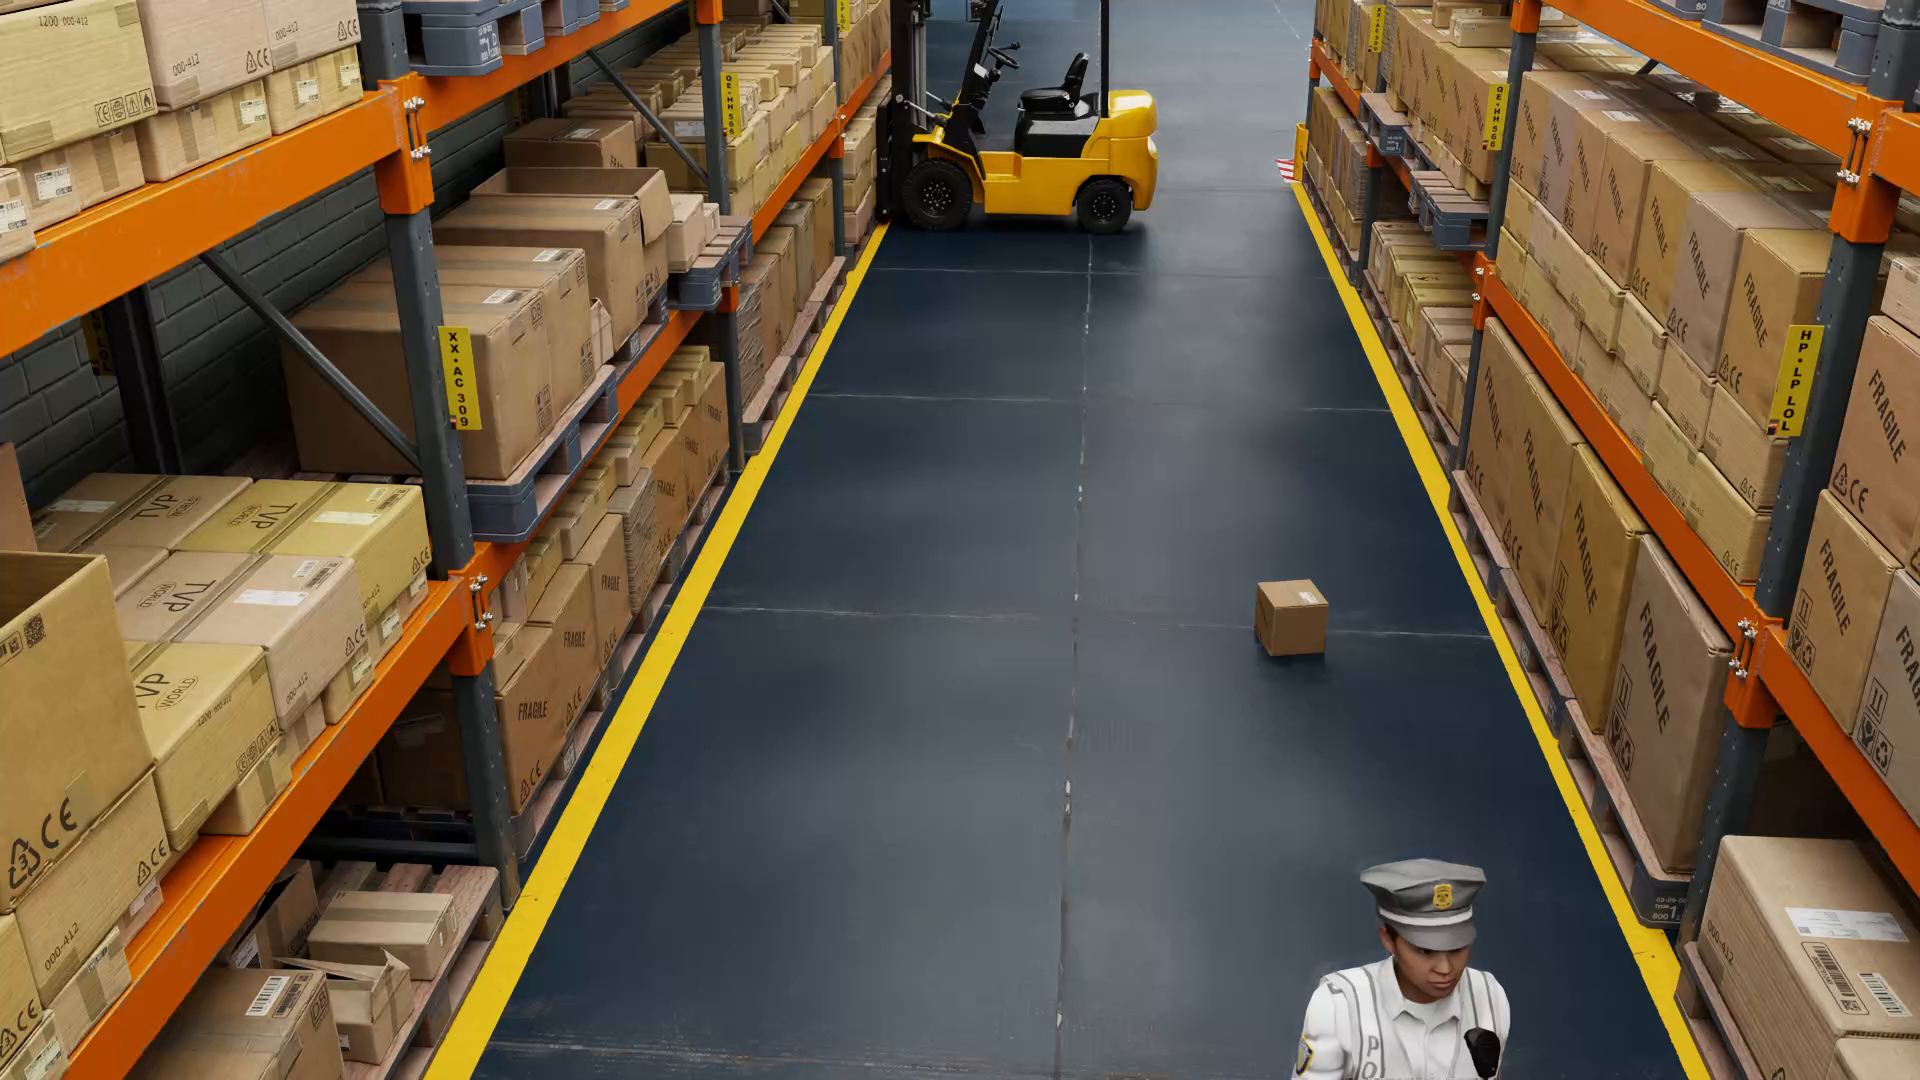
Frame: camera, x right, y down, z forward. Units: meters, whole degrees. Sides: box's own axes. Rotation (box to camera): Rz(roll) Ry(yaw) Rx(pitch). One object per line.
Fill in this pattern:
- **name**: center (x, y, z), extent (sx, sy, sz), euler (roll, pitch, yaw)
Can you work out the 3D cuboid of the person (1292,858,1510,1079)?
- **person**: center (0.905, 1.395, 3.532), extent (0.486, 1.639, 1.013), euler (1, 25, 2)
